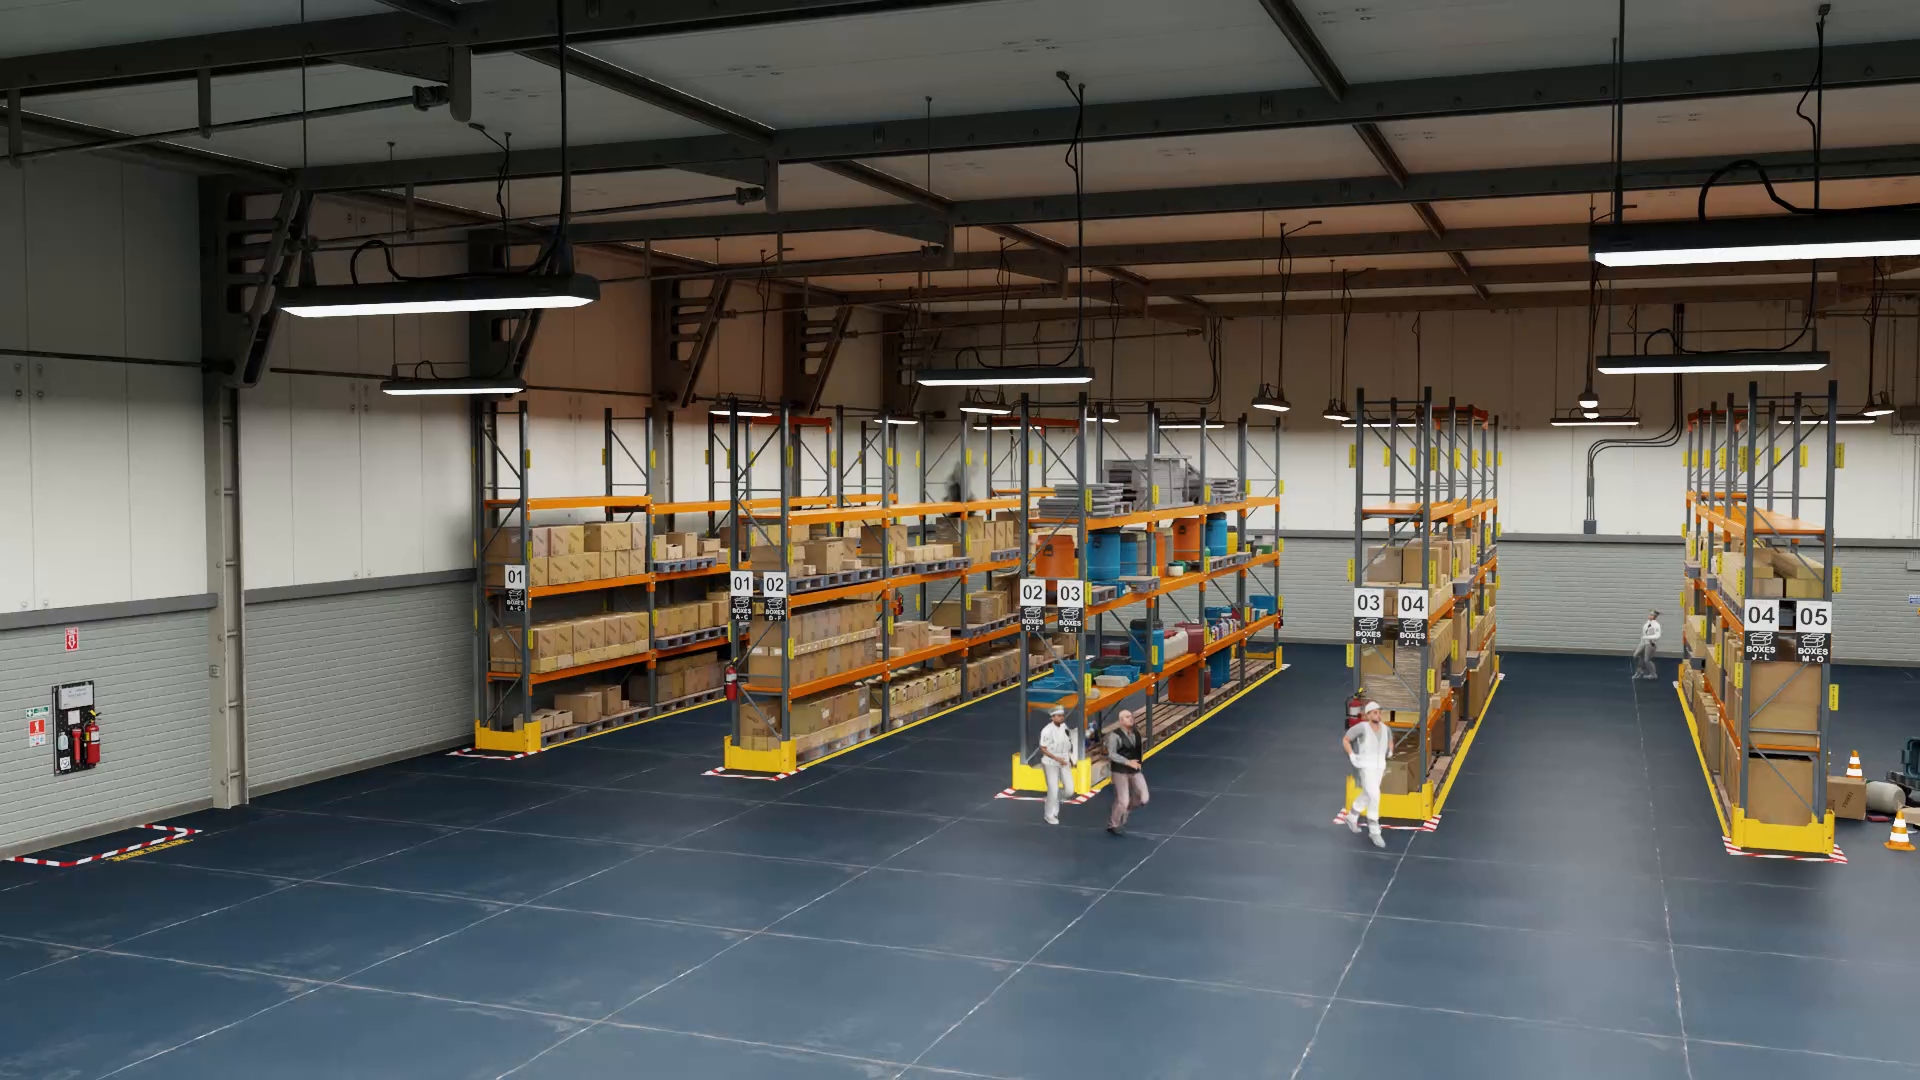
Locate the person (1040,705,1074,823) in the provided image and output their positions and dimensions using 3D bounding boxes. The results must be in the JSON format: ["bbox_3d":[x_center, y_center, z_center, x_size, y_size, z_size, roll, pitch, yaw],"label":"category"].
[{"bbox_3d":[1.361,3.072,22.799,0.558,1.646,0.588,-2,3,-33],"label":"person"}]

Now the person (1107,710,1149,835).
[{"bbox_3d":[2.241,3.086,22.052,0.681,1.676,0.694,-2,3,-34],"label":"person"}]

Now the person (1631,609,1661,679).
[{"bbox_3d":[15.588,2.377,37.612,0.562,1.672,0.733,0,3,-4],"label":"person"}]

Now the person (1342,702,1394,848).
[{"bbox_3d":[5.402,3.025,21.819,0.687,1.829,0.868,-1,3,-26],"label":"person"}]
